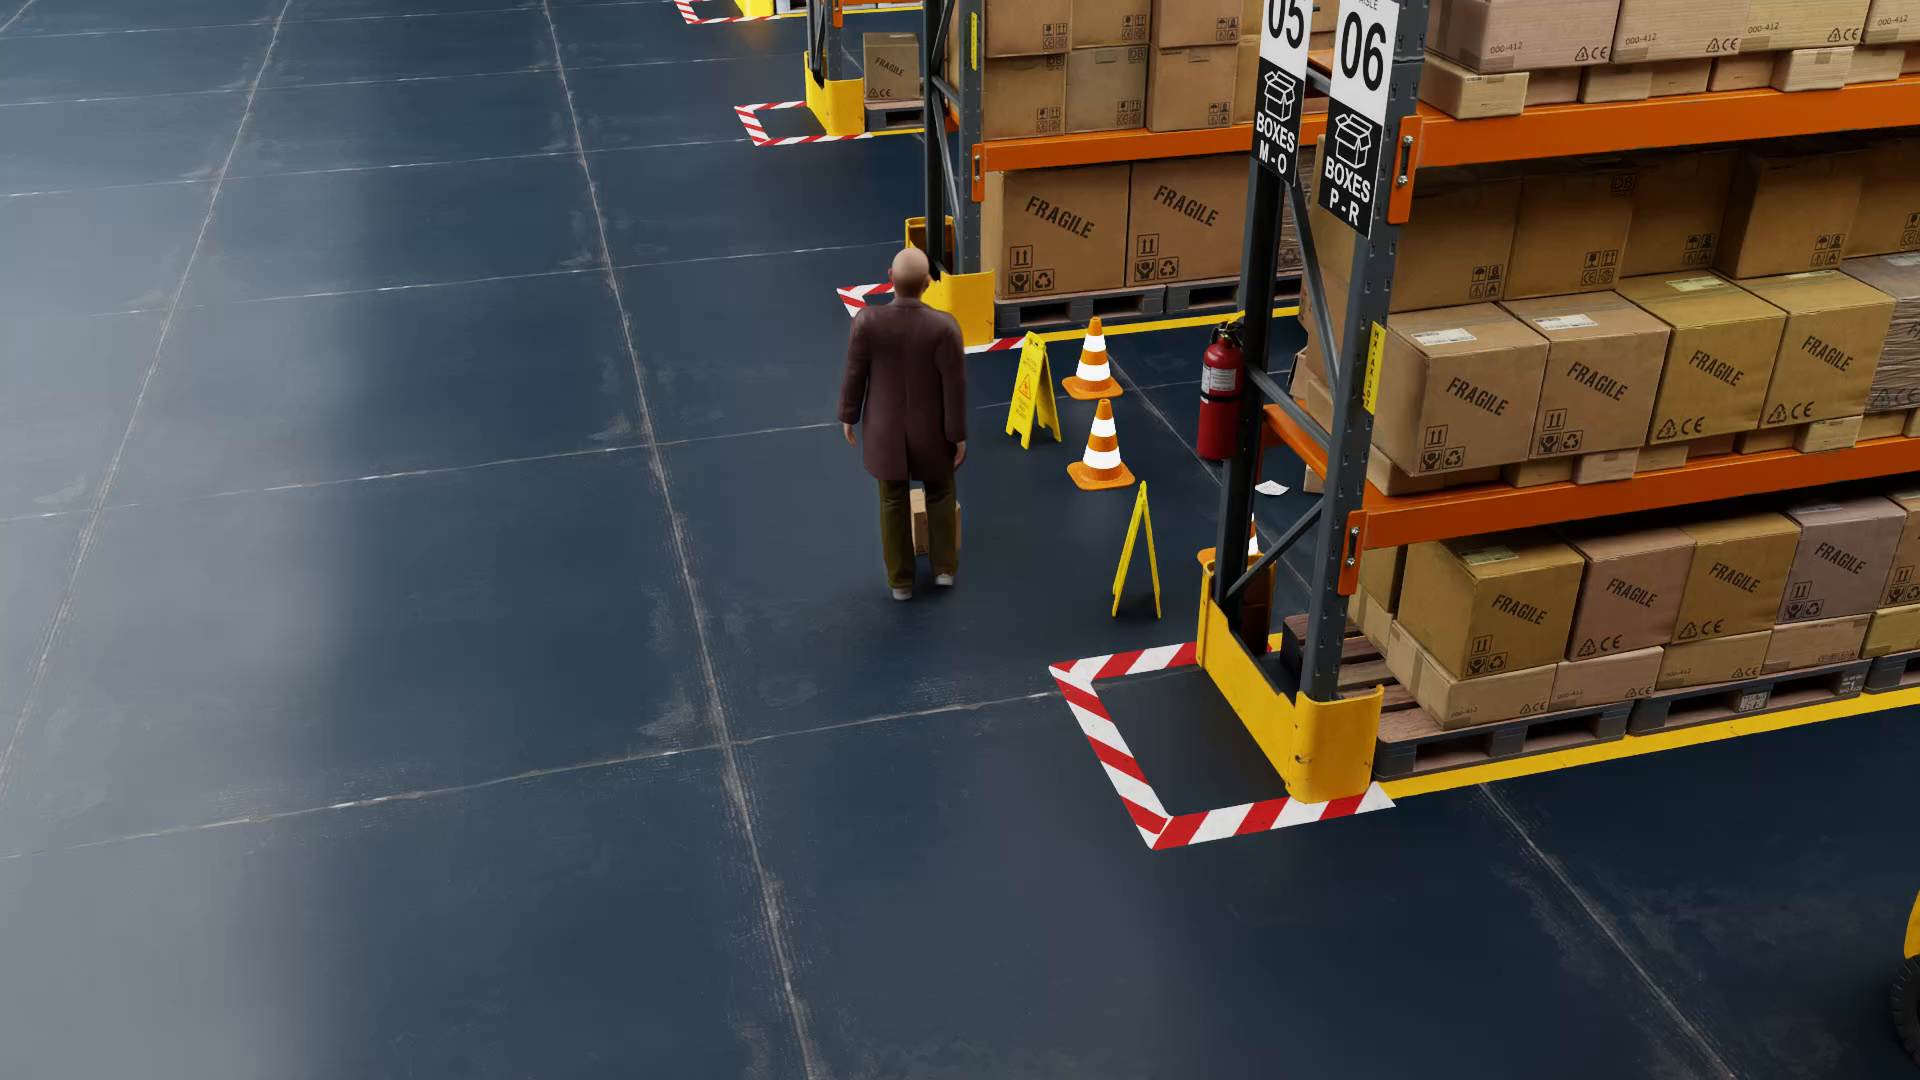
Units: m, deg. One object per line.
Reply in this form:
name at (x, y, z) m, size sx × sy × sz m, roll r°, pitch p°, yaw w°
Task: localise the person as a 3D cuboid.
person at (-0.247, -0.542, 7.913) m, size 0.565 × 1.774 × 0.420 m, roll 6°, pitch 30°, yaw 10°
